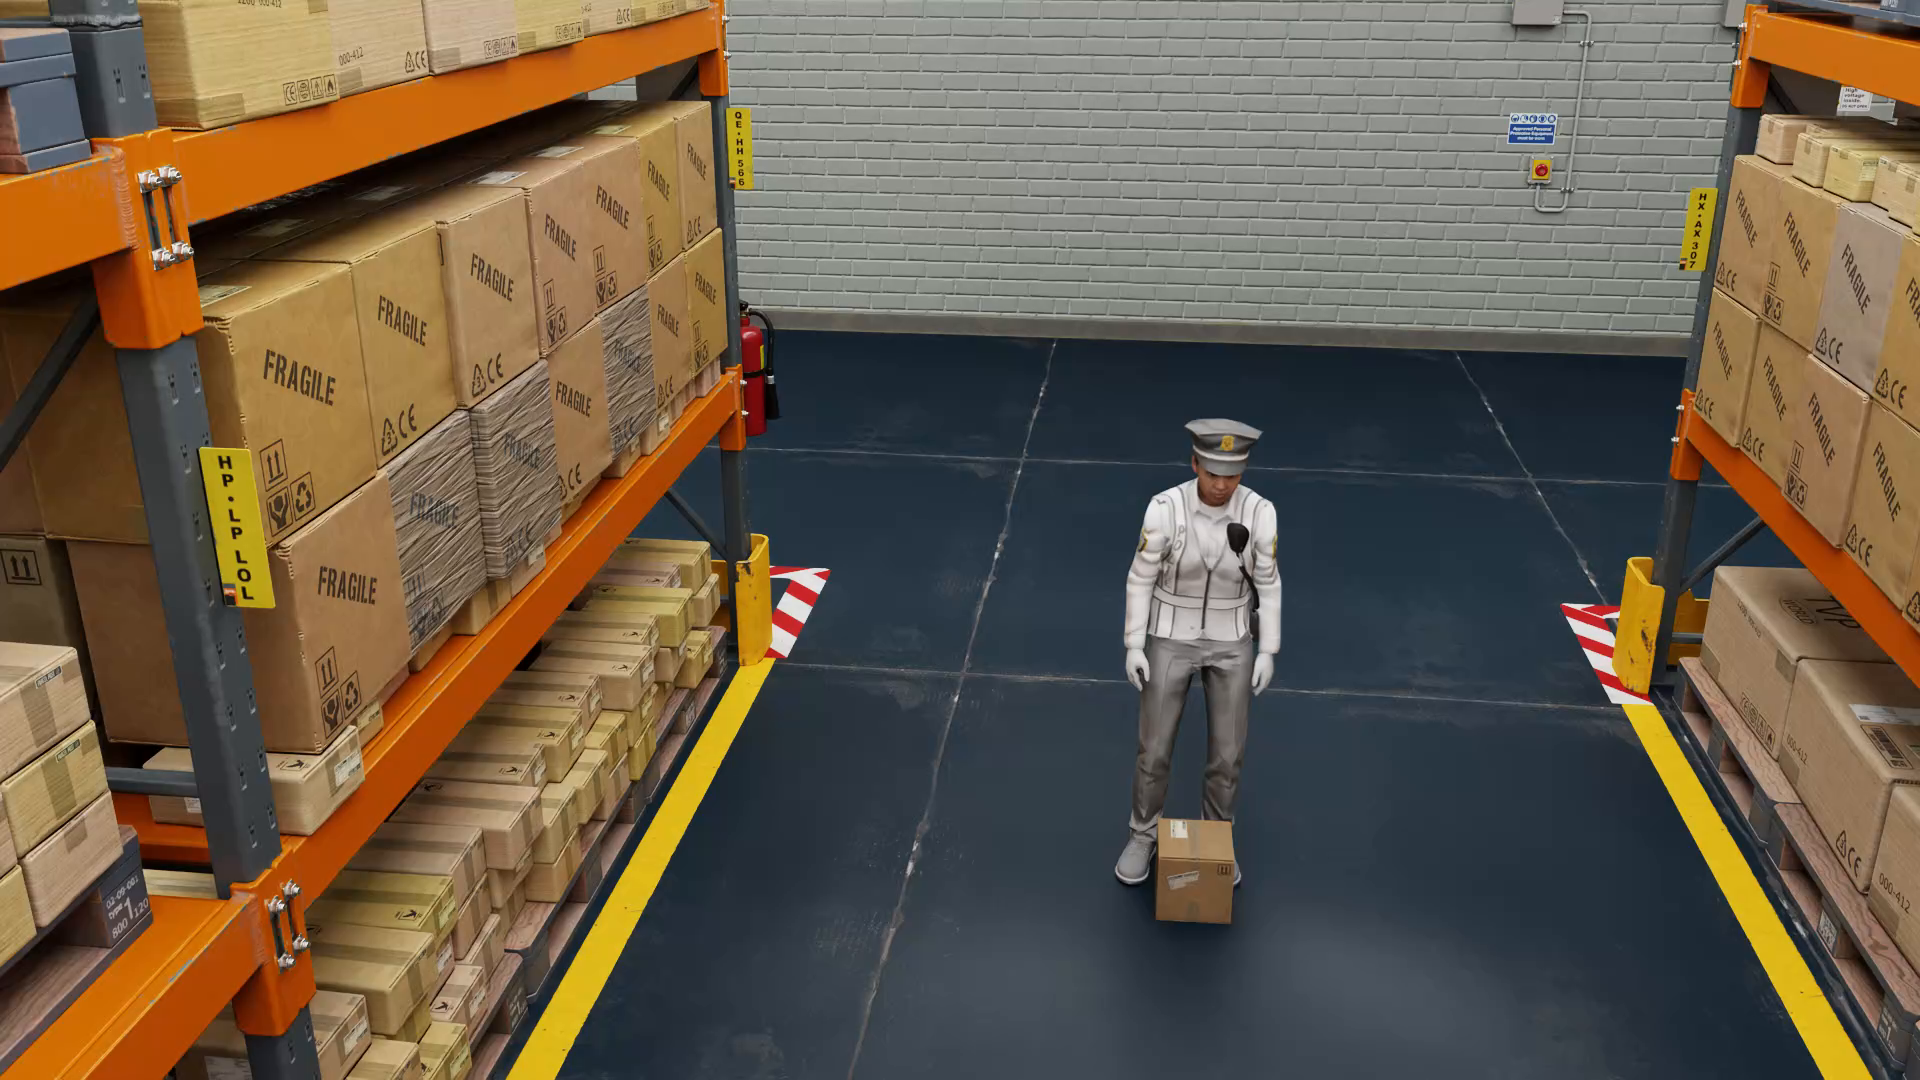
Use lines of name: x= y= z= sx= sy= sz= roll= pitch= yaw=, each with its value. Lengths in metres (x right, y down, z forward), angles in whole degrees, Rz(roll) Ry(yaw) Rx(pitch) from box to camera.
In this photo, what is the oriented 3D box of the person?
person: x=0.815 y=0.380 z=5.615 sx=0.527 sy=1.655 sz=0.375 roll=2 pitch=21 yaw=4
